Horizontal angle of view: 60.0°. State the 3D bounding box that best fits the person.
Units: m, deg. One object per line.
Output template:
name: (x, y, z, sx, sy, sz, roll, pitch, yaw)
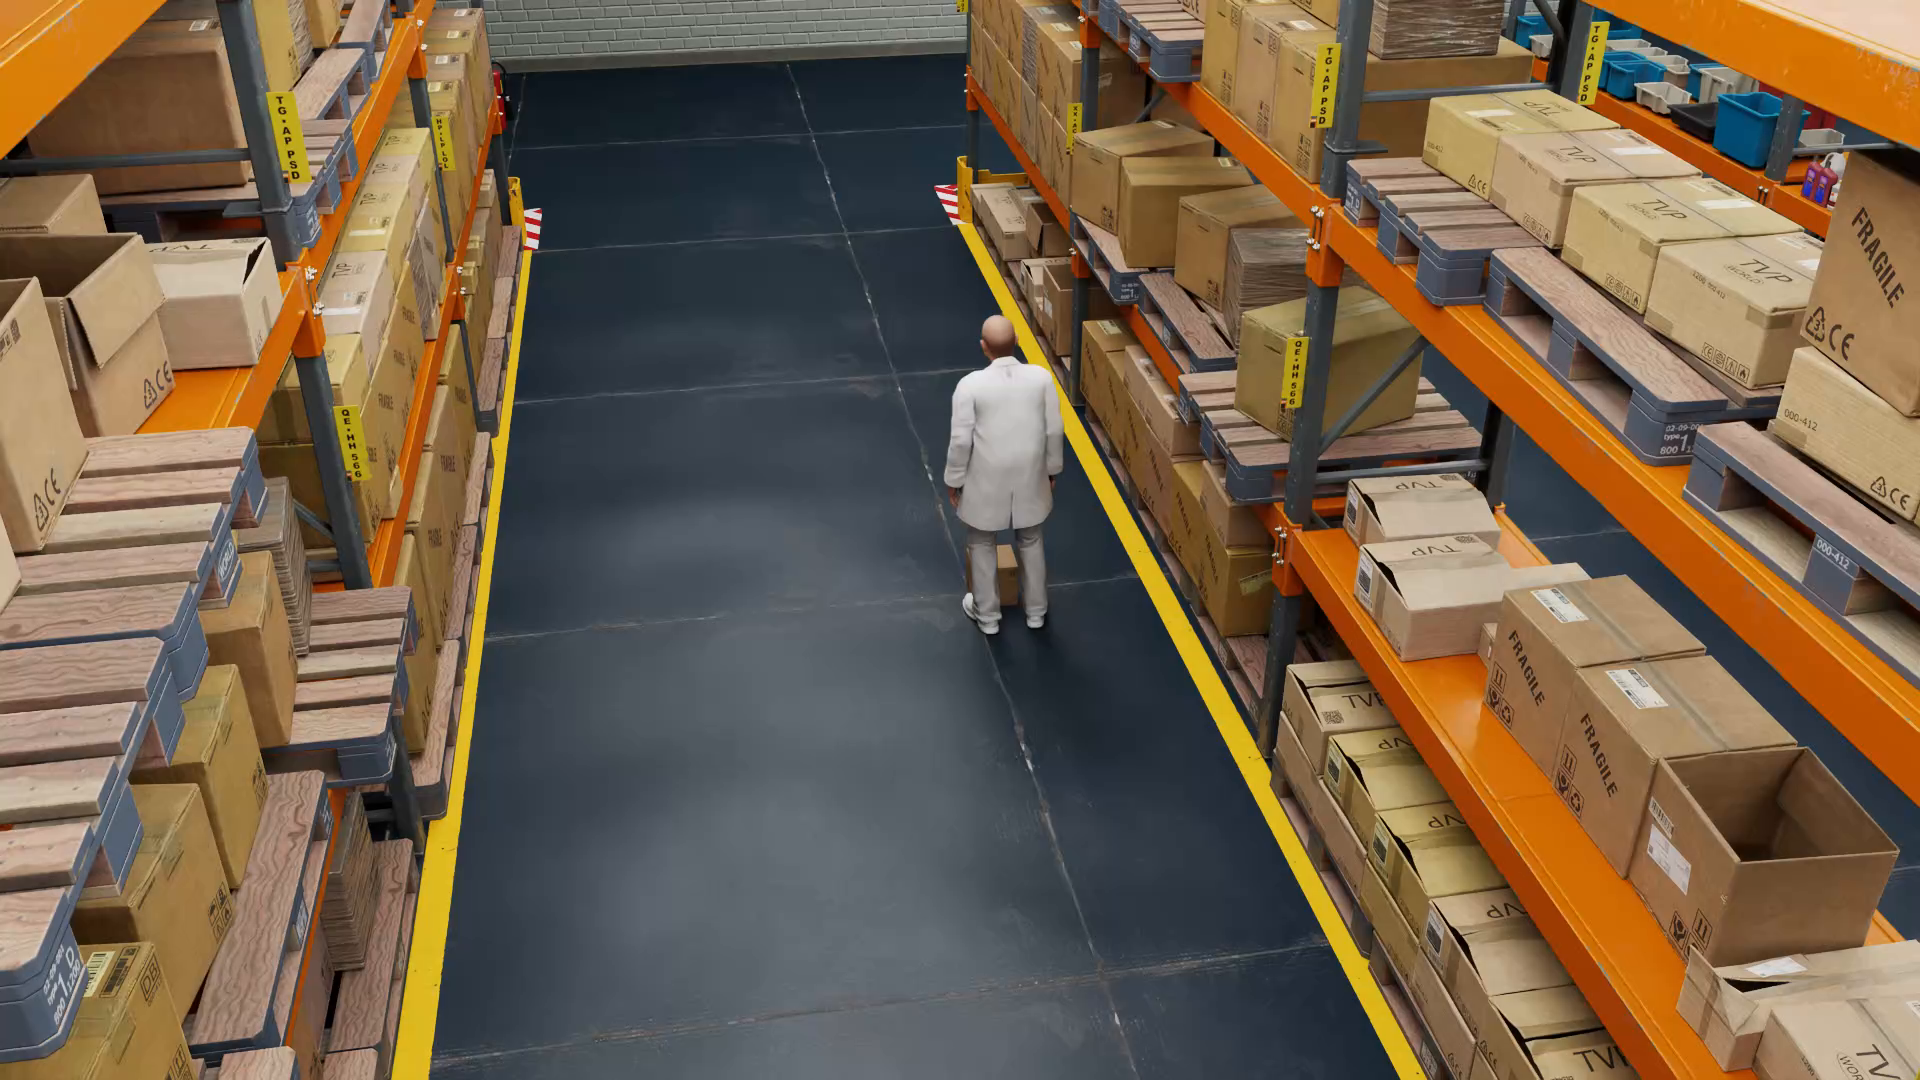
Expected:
person: (0.228, -0.332, 8.727, 0.645, 1.772, 0.429, -7, 31, -12)
